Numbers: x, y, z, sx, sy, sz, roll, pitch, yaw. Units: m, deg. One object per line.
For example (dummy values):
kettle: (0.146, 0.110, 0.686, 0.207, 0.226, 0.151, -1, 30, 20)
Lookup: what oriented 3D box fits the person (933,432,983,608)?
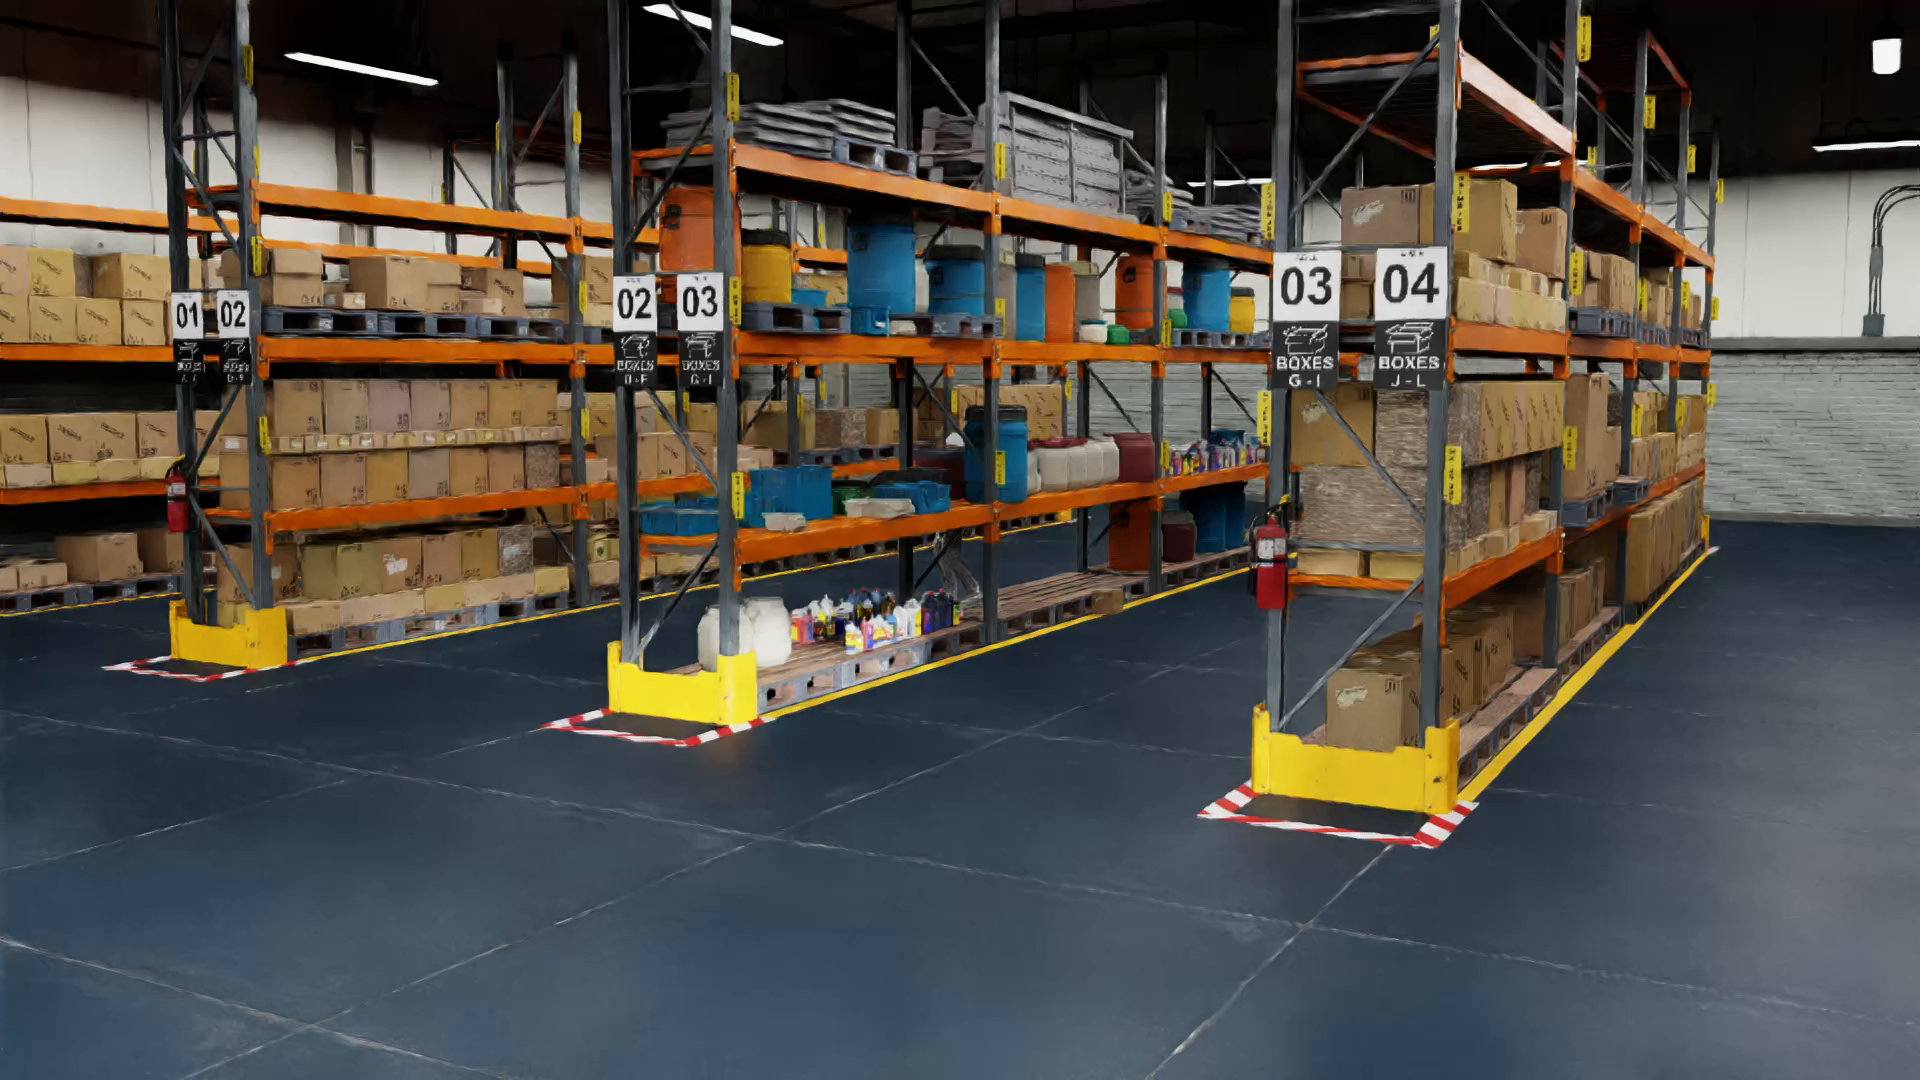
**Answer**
person: (-0.039, -0.220, 16.605, 0.603, 1.719, 0.702, 1, 6, 12)
